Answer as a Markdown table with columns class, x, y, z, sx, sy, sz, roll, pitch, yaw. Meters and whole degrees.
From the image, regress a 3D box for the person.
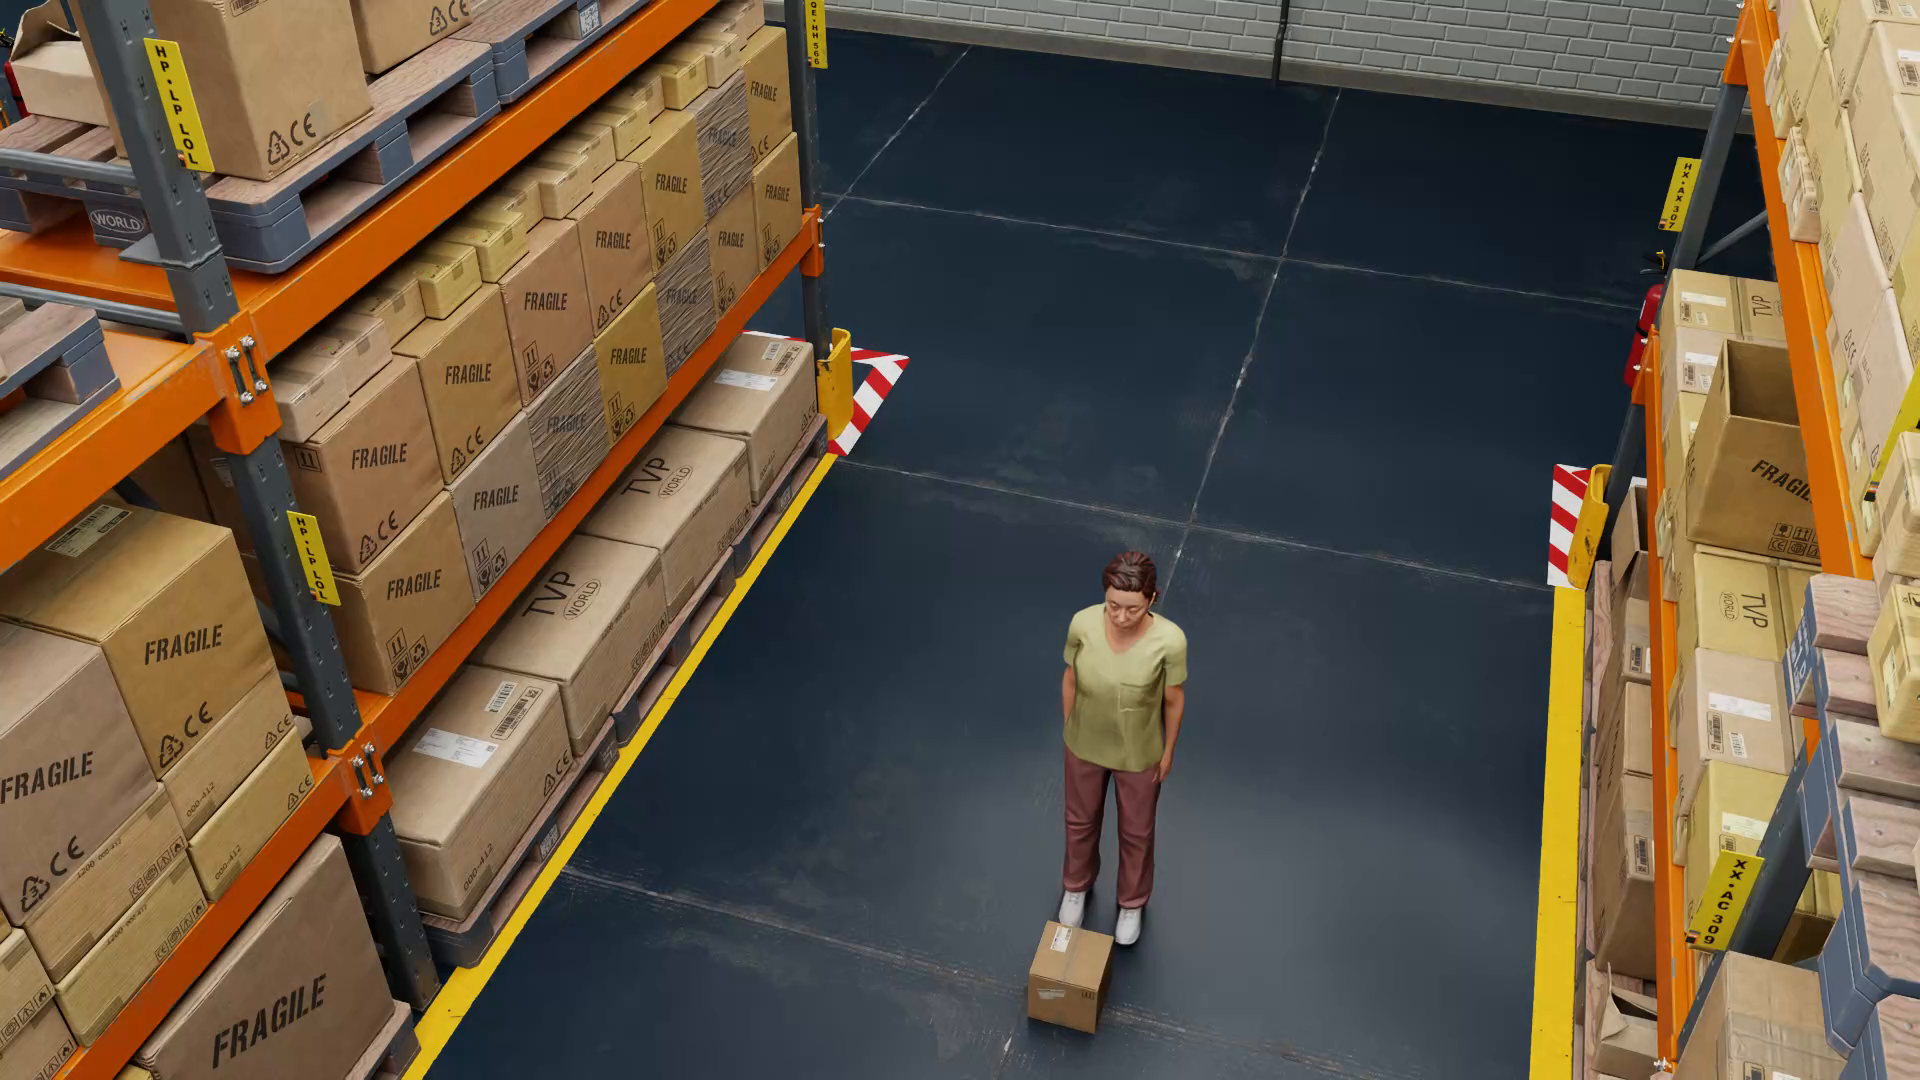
| class | x | y | z | sx | sy | sz | roll | pitch | yaw |
| --- | --- | --- | --- | --- | --- | --- | --- | --- | --- |
| person | 0.554 | 0.736 | 5.920 | 0.441 | 1.680 | 0.383 | 12 | 39 | 15 |
